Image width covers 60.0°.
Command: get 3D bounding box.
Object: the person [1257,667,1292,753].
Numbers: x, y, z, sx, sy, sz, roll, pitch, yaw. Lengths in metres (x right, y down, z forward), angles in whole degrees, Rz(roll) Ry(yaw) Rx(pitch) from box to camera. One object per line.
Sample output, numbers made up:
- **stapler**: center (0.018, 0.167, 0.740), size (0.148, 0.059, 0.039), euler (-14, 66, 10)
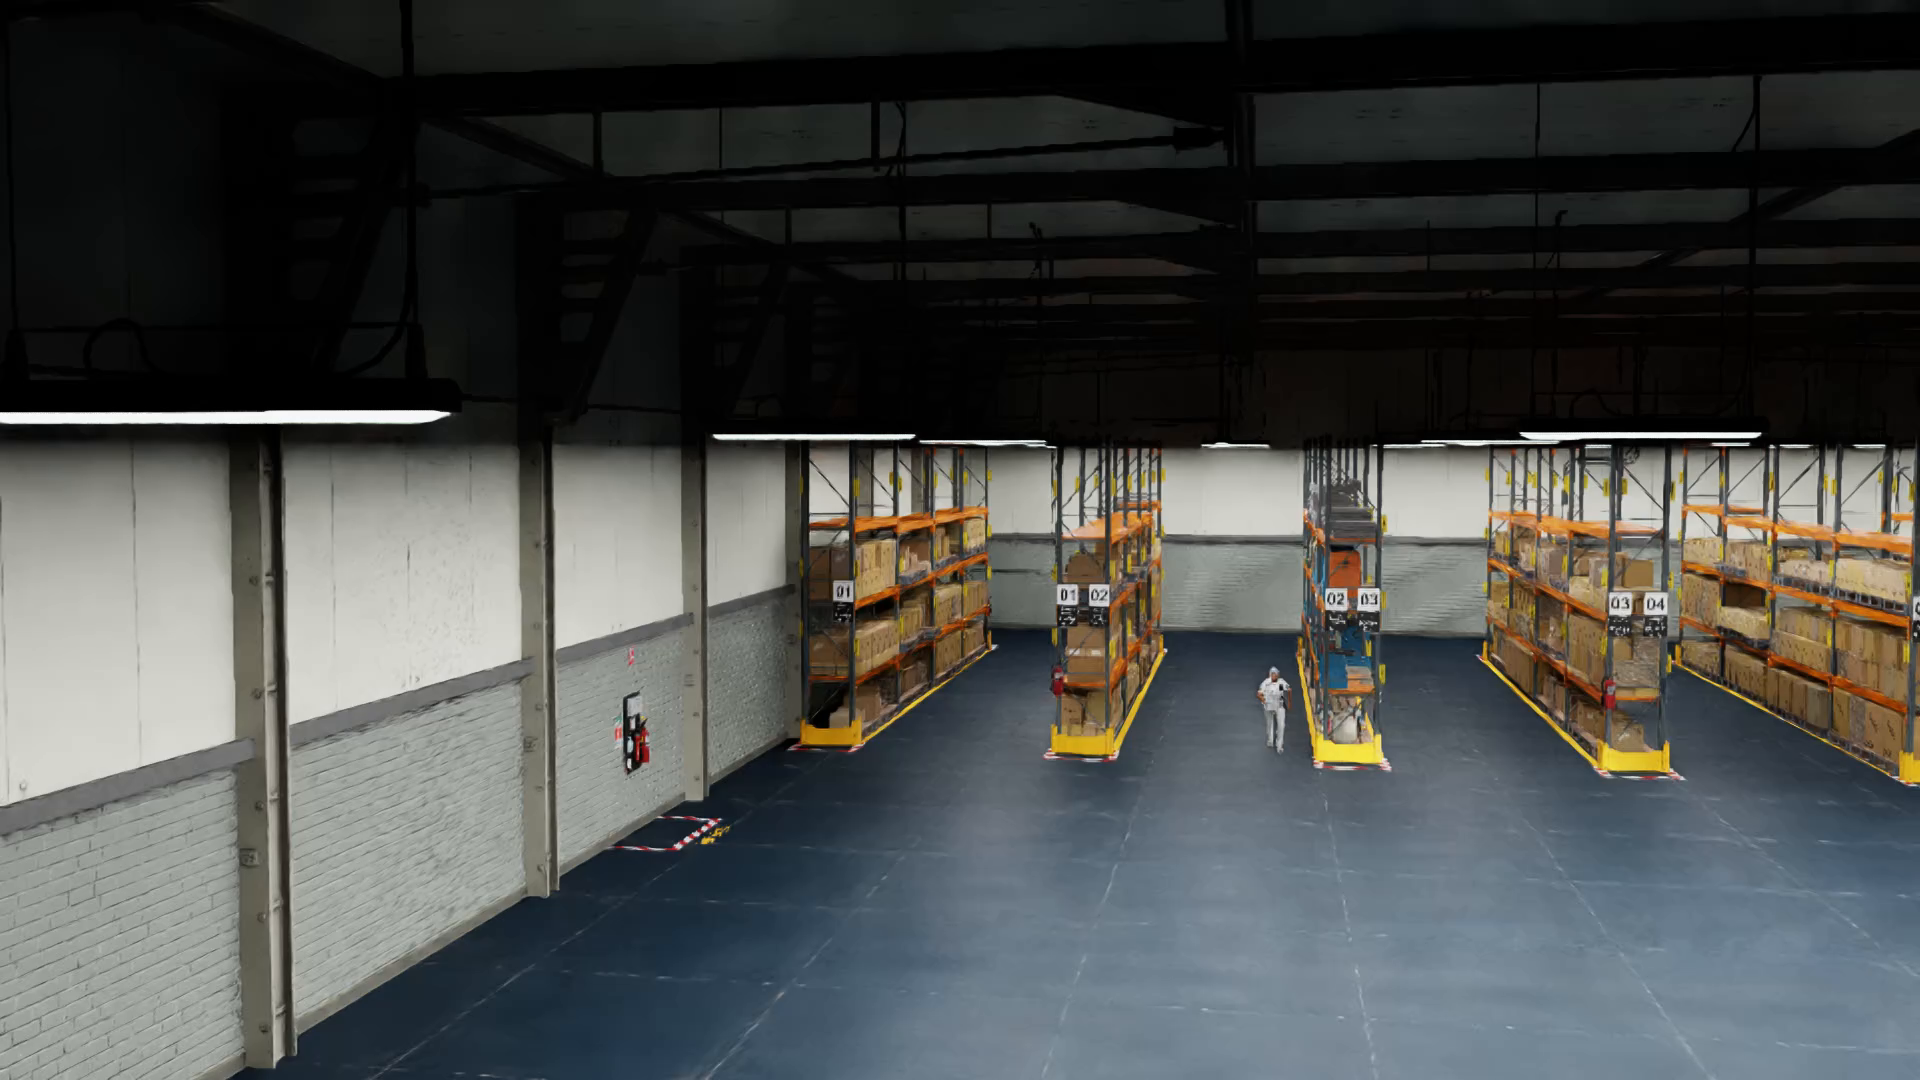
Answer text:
- **person**: center (6.004, 3.207, 31.777), size (0.628, 1.599, 0.828), euler (1, 3, 16)
